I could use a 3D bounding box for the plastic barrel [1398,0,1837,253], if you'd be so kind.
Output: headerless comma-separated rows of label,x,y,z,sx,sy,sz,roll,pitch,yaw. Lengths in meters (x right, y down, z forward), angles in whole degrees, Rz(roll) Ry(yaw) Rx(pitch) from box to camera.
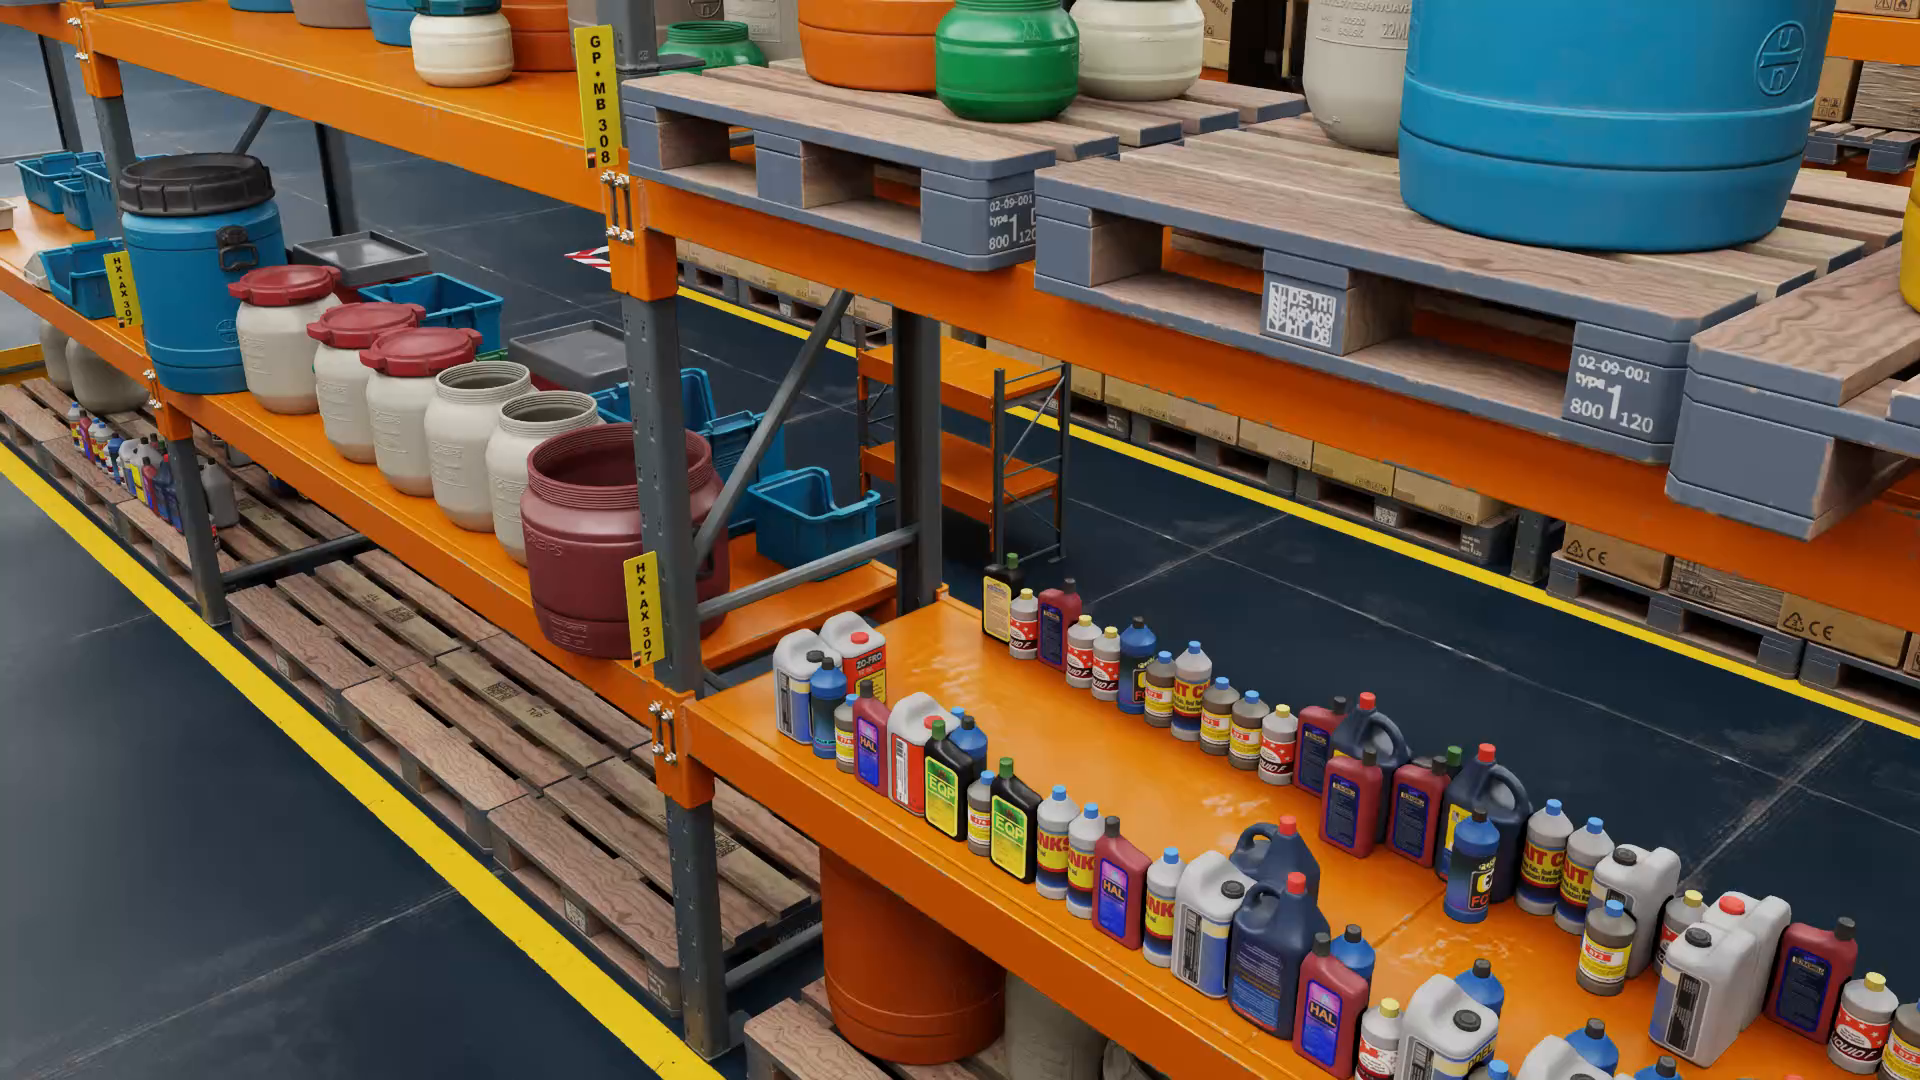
plastic barrel,0.995,-0.938,2.468,0.600,0.901,0.708,-21,32,-38

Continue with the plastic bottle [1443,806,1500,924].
plastic bottle,1.146,0.718,3.718,0.097,0.271,0.097,0,25,0

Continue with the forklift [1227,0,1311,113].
forklift,2.696,-2.992,11.777,1.130,2.935,3.031,-23,33,-40

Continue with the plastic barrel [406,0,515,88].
plastic barrel,-1.500,-1.513,5.006,0.301,0.262,0.301,0,25,0

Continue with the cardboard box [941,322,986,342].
cardboard box,-0.053,-1.527,11.290,0.500,0.250,0.500,-21,32,-38

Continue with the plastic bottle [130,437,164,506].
plastic bottle,-4.197,-0.369,8.606,0.144,0.351,0.185,-21,32,-39

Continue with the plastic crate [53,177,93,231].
plastic crate,-4.928,-1.983,9.663,0.499,0.251,0.408,-21,32,-38

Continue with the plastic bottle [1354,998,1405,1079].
plastic bottle,0.824,0.980,3.227,0.097,0.201,0.097,0,25,0

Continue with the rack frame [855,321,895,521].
rack frame,-0.343,-0.664,8.850,0.500,1.125,0.032,-21,32,-38

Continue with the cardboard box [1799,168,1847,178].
cardboard box,3.670,-1.374,7.522,0.500,0.500,0.700,12,27,25

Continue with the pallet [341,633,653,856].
pallet,-1.791,0.761,6.828,1.003,0.211,1.213,-21,32,-38

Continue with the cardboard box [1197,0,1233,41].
cardboard box,2.451,-4.715,14.724,0.500,0.500,0.500,-20,31,-37

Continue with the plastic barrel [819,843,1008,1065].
plastic barrel,-0.114,1.047,4.949,0.600,0.830,0.708,-21,32,-38

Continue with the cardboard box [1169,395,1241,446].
cardboard box,1.570,-0.790,9.675,0.500,0.250,0.500,-20,32,-38

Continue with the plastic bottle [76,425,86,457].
plastic bottle,-4.846,-0.574,9.236,0.097,0.201,0.097,0,25,0

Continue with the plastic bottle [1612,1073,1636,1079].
plastic bottle,1.174,1.085,2.908,0.152,0.276,0.135,-21,32,-38

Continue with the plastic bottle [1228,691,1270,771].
plastic bottle,0.750,0.486,4.309,0.097,0.201,0.097,0,25,0

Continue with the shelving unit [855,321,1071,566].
shelving unit,0.005,-0.510,8.512,0.538,1.125,1.048,-21,32,-38

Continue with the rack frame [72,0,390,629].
rack frame,-3.195,-1.104,7.557,1.000,3.000,0.127,-21,32,-38

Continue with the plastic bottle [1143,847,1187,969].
plastic bottle,0.448,0.782,3.578,0.097,0.271,0.097,0,25,0

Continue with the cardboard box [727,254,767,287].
cardboard box,-1.420,-2.133,12.618,0.500,0.250,0.500,-21,32,-38

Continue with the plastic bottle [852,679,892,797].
plastic bottle,-0.209,0.496,4.190,0.061,0.283,0.133,-21,32,-38

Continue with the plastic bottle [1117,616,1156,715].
plastic bottle,0.484,0.337,4.553,0.097,0.271,0.097,0,25,0

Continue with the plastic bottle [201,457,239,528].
plastic bottle,-3.740,-0.254,8.353,0.144,0.351,0.185,-21,32,-38

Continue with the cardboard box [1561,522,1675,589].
cardboard box,3.260,-0.140,7.926,0.500,0.500,0.500,-20,31,-36

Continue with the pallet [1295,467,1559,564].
pallet,2.624,-0.288,9.128,1.003,0.211,1.213,-21,32,-38

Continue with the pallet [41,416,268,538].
pallet,-4.461,-0.421,9.418,1.003,0.211,1.213,-21,32,-38

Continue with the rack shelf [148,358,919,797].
rack shelf,-1.828,-0.171,6.378,1.077,0.370,4.000,-21,32,-38

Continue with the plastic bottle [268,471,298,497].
plastic bottle,-3.549,-0.421,8.720,0.144,0.351,0.185,-21,32,-38

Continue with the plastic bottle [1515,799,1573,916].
plastic bottle,1.318,0.706,3.743,0.097,0.271,0.097,0,25,0

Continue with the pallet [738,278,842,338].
pallet,-0.927,-1.862,12.578,1.003,0.211,1.213,-21,32,-38

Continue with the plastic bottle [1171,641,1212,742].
plastic bottle,0.617,0.396,4.424,0.097,0.271,0.097,0,25,0

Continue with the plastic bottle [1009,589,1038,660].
plastic bottle,0.193,0.240,4.850,0.097,0.201,0.097,0,25,0

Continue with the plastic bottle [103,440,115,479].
plastic bottle,-4.546,-0.441,8.945,0.097,0.201,0.097,0,25,0

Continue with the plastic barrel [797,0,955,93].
plastic barrel,-0.075,-1.471,3.723,0.600,0.830,0.708,-21,32,-38

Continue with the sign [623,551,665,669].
sign,-0.857,0.191,4.520,0.100,0.325,0.005,-21,32,-38

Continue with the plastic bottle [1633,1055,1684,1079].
plastic bottle,1.252,1.046,2.999,0.097,0.271,0.097,0,25,0

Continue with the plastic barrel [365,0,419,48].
plastic barrel,-1.794,-2.208,5.759,0.600,0.901,0.708,-21,32,-38

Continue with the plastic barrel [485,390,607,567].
plastic barrel,-1.320,-0.194,5.428,0.421,0.512,0.421,0,25,0

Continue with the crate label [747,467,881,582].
crate label,-0.475,-0.050,5.448,0.303,0.233,0.416,-21,32,-38

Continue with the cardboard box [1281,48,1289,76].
cardboard box,2.803,-4.215,14.531,0.500,0.250,0.500,-21,32,-39

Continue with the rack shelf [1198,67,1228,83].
rack shelf,2.670,-4.193,15.195,1.077,0.370,4.000,-21,32,-38

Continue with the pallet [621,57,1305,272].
pallet,-0.009,-0.912,3.748,1.003,0.211,1.213,-21,32,-38

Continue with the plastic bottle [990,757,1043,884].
plastic bottle,0.131,0.647,3.858,0.061,0.283,0.133,-21,32,-38

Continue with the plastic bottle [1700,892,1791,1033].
plastic bottle,1.602,0.847,3.429,0.152,0.276,0.135,-21,32,-38

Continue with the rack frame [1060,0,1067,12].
rack frame,1.303,-5.127,16.374,1.000,3.000,0.127,-21,32,-38

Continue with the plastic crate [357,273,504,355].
plastic crate,-2.213,-0.851,7.021,0.392,0.384,0.575,-21,32,-38

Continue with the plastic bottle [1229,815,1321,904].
plastic bottle,0.672,0.738,3.577,0.144,0.351,0.185,-21,32,-38

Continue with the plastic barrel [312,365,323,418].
plastic barrel,-2.402,-0.597,6.611,0.301,0.262,0.301,0,25,0

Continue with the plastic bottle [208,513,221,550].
plastic bottle,-3.670,-0.053,8.093,0.097,0.201,0.097,0,25,0
